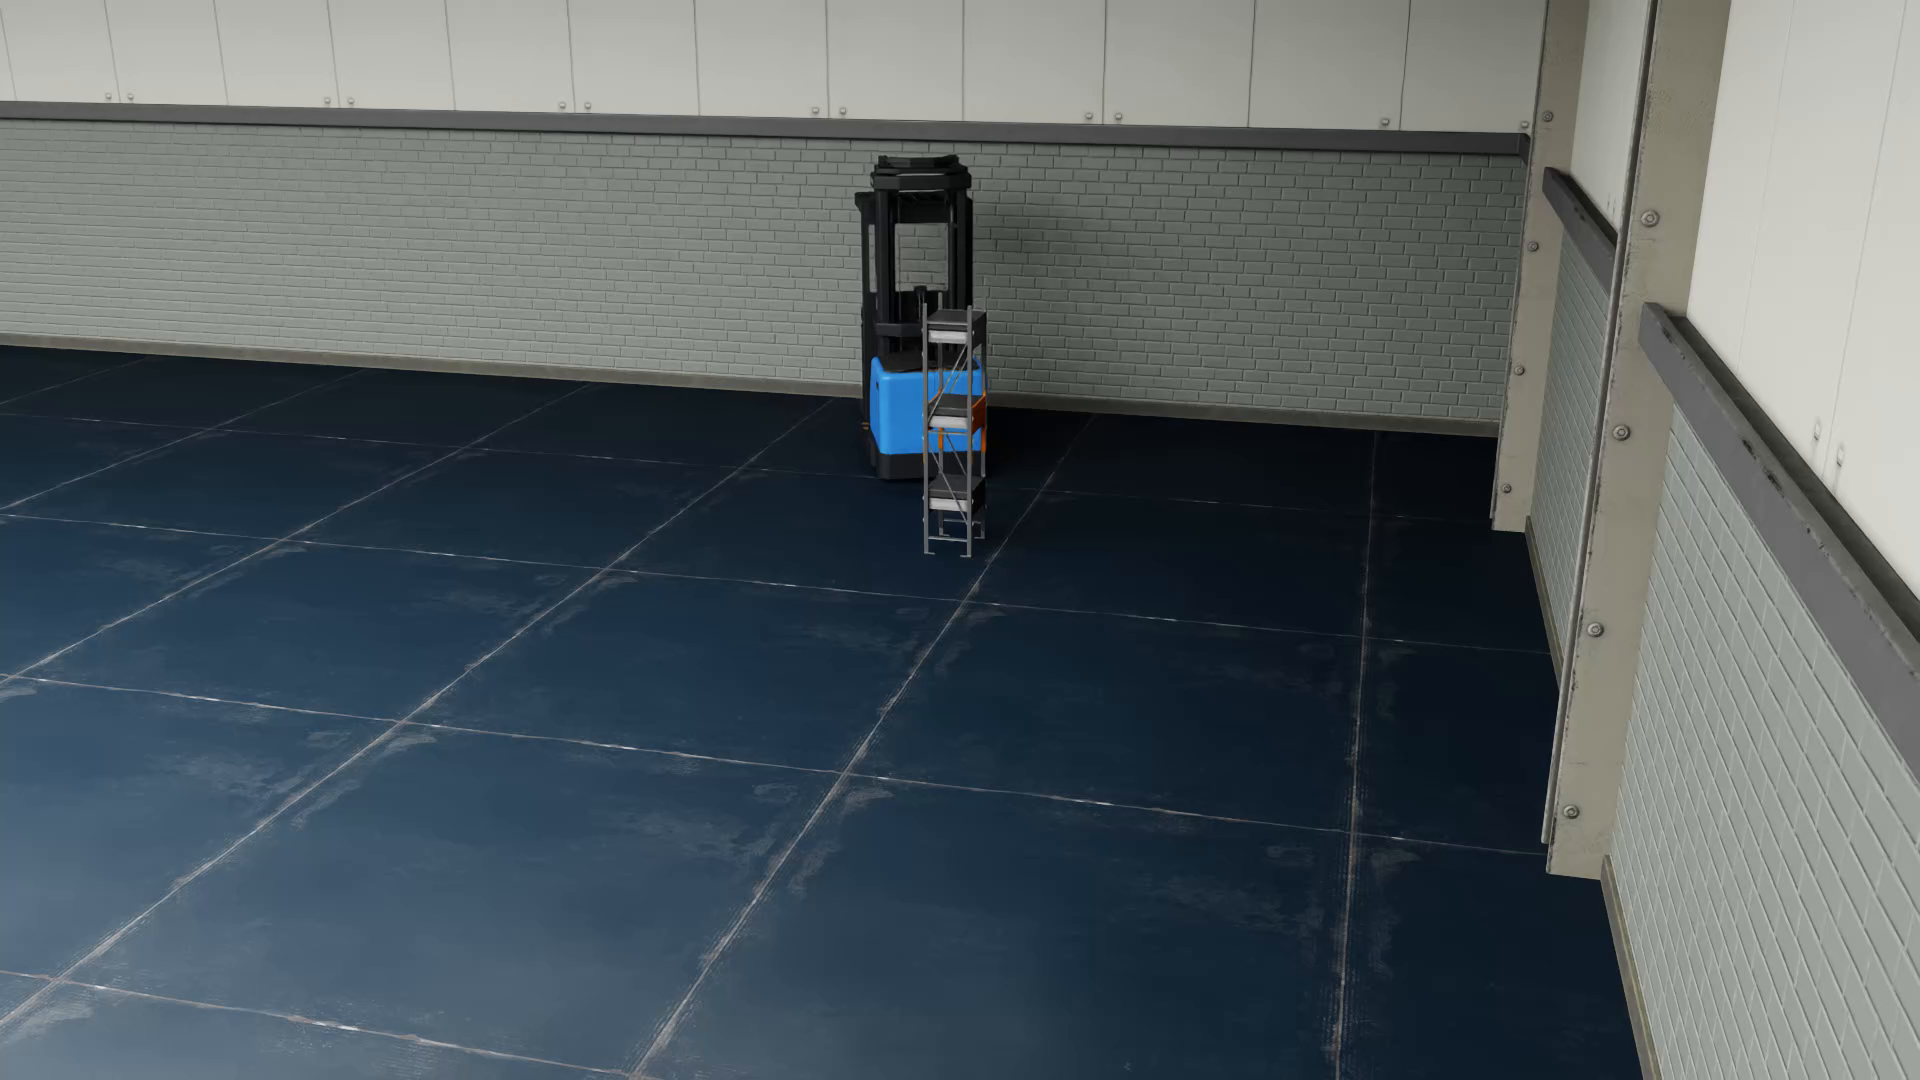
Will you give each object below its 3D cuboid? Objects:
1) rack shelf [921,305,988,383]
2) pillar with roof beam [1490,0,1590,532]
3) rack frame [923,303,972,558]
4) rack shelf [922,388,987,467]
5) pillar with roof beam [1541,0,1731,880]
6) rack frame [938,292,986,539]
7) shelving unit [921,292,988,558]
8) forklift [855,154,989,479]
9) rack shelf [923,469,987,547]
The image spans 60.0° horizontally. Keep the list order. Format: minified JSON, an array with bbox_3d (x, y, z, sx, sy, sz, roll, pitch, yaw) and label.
[{"bbox_3d":[-0.040,-1.591,13.474,0.431,0.518,0.480,5,19,13],"label":"rack shelf"},{"bbox_3d":[0.645,-4.737,14.133,9.100,9.000,0.400,5,19,13],"label":"pillar with roof beam"},{"bbox_3d":[-0.100,-0.865,13.472,0.400,2.100,0.015,5,19,13],"label":"rack frame"},{"bbox_3d":[-0.040,-0.929,13.701,0.431,0.518,0.480,5,19,13],"label":"rack shelf"},{"bbox_3d":[-0.821,-2.856,8.627,9.100,9.000,0.400,5,19,13],"label":"pillar with roof beam"},{"bbox_3d":[0.019,-1.018,13.920,0.400,2.100,0.015,5,19,13],"label":"rack frame"},{"bbox_3d":[-0.040,-0.942,13.696,0.431,2.100,0.503,5,19,13],"label":"shelving unit"},{"bbox_3d":[-0.455,-2.394,16.661,1.130,2.935,3.031,-3,19,-8],"label":"forklift"},{"bbox_3d":[-0.040,-0.266,13.927,0.431,0.518,0.480,5,19,13],"label":"rack shelf"}]
